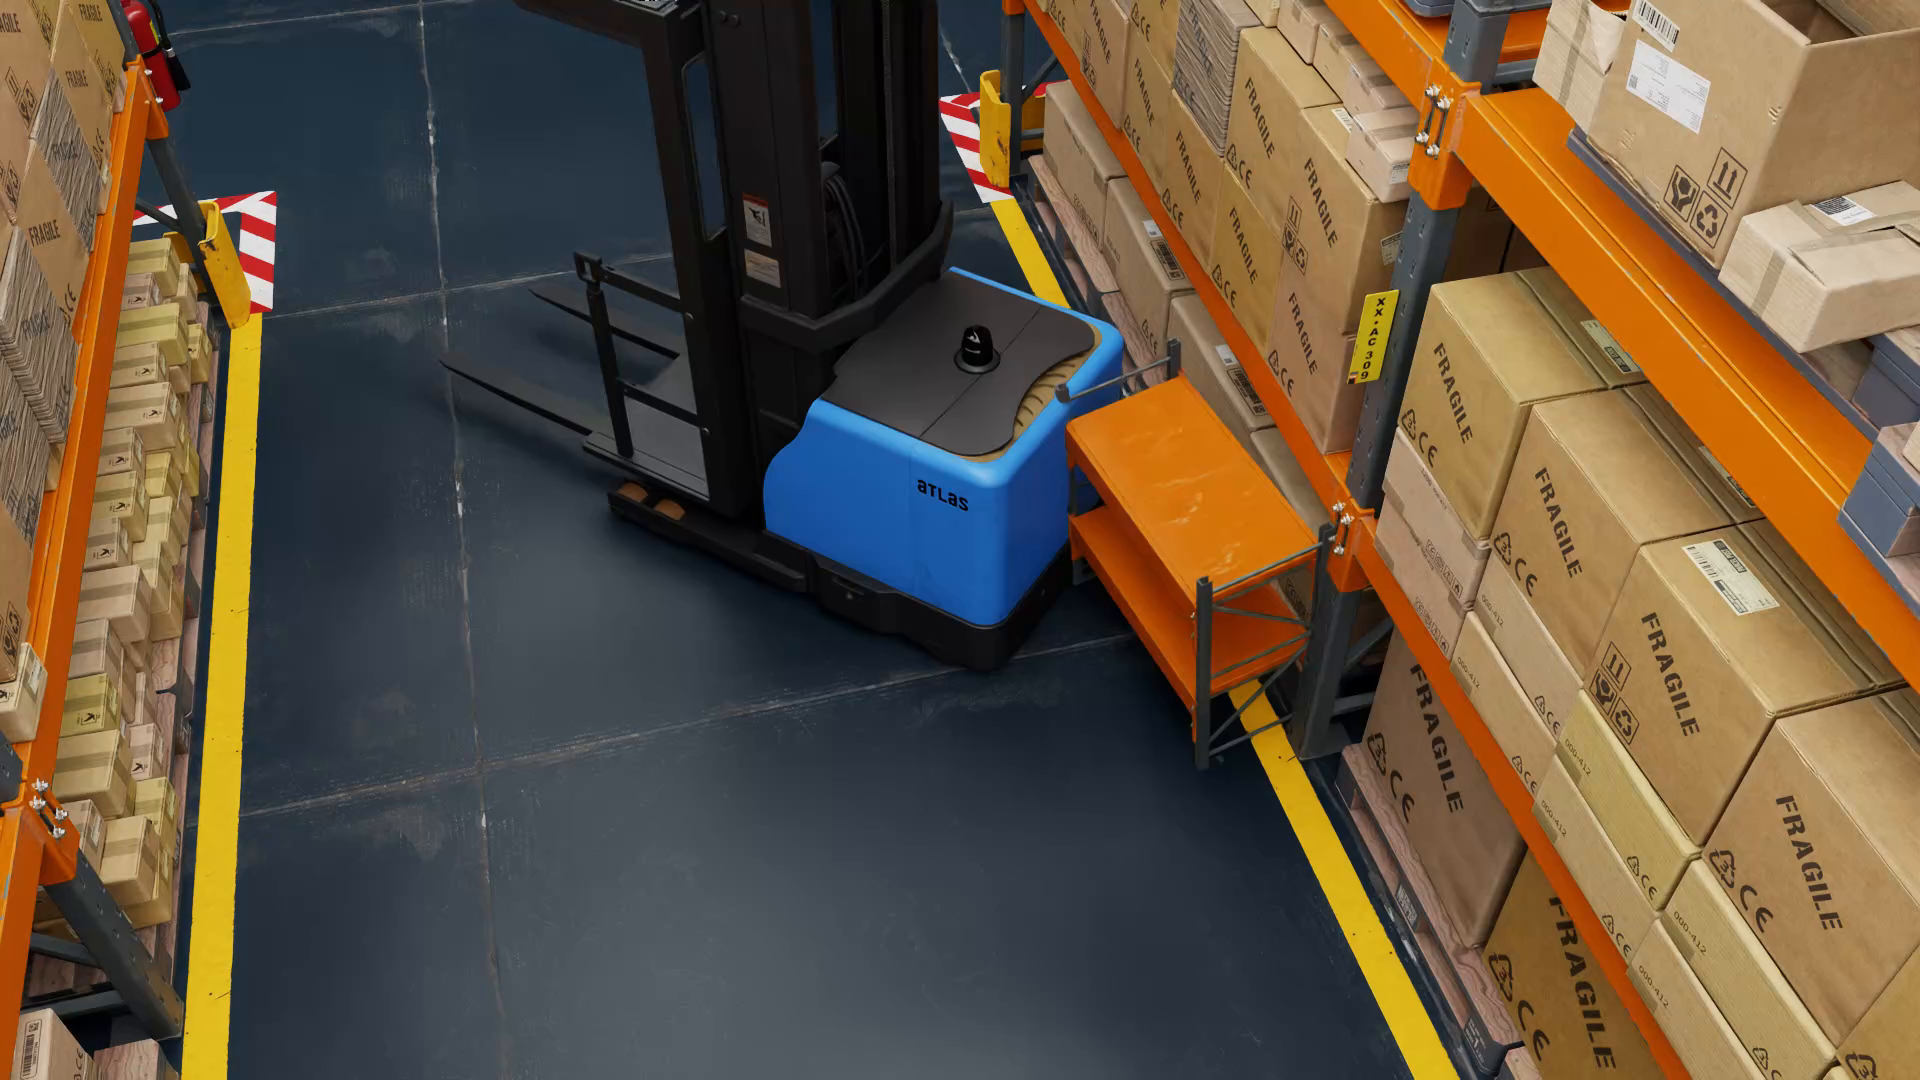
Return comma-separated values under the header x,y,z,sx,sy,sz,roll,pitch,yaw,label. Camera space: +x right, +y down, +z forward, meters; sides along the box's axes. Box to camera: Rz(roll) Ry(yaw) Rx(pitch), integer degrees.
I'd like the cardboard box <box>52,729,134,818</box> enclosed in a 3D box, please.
x,y,z,sx,sy,sz,roll,pitch,yaw,label
-2.931,0.785,5.417,0.380,0.149,0.250,-9,46,-8,cardboard box

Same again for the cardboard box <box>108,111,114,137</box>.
x,y,z,sx,sy,sz,roll,pitch,yaw,label
-3.669,-1.702,6.745,0.380,0.149,0.250,-11,47,-10,cardboard box

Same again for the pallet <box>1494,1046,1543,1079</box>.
x,y,z,sx,sy,sz,roll,pitch,yaw,label
2.316,1.983,4.909,1.003,0.211,1.213,-11,47,-10,pallet

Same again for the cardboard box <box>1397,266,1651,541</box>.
x,y,z,sx,sy,sz,roll,pitch,yaw,label
1.564,-0.384,4.507,0.500,0.500,0.500,-10,46,-10,cardboard box

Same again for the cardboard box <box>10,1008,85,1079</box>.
x,y,z,sx,sy,sz,roll,pitch,yaw,label
-2.594,1.553,4.310,0.500,0.250,0.500,-12,47,-11,cardboard box

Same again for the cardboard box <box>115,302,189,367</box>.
x,y,z,sx,sy,sz,roll,pitch,yaw,label
-3.475,-0.841,7.010,0.380,0.149,0.250,-12,47,-11,cardboard box

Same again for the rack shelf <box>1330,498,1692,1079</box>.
x,y,z,sx,sy,sz,roll,pitch,yaw,label
2.242,1.277,4.153,1.077,0.370,4.000,-11,47,-10,rack shelf

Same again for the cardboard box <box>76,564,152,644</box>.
x,y,z,sx,sy,sz,roll,pitch,yaw,label
-3.118,0.253,5.938,0.380,0.149,0.250,-10,46,-9,cardboard box

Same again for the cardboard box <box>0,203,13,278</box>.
x,y,z,sx,sy,sz,roll,pitch,yaw,label
-3.156,-0.935,4.838,0.500,0.500,0.500,-10,46,-10,cardboard box

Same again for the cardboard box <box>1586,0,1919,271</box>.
x,y,z,sx,sy,sz,roll,pitch,yaw,label
1.675,-0.926,3.344,0.500,0.500,0.500,-11,47,-11,cardboard box

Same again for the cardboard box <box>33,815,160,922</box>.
x,y,z,sx,sy,sz,roll,pitch,yaw,label
-2.813,1.057,5.358,0.380,0.149,0.250,-9,46,-8,cardboard box

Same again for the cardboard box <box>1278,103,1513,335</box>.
x,y,z,sx,sy,sz,roll,pitch,yaw,label
1.342,-1.016,5.126,0.500,0.500,0.500,-11,47,-11,cardboard box

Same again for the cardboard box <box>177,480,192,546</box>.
x,y,z,sx,sy,sz,roll,pitch,yaw,label
-3.317,-0.084,6.685,0.380,0.149,0.250,-10,46,-10,cardboard box

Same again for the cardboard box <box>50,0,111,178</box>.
x,y,z,sx,sy,sz,roll,pitch,yaw,label
-3.563,-1.662,6.251,0.500,0.500,0.500,-11,47,-11,cardboard box

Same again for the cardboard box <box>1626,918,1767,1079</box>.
x,y,z,sx,sy,sz,roll,pitch,yaw,label
1.956,1.110,3.918,0.500,0.250,0.500,-11,47,-11,cardboard box

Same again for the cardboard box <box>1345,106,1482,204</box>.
x,y,z,sx,sy,sz,roll,pitch,yaw,label
1.343,-1.122,4.776,0.380,0.149,0.250,-12,47,-11,cardboard box

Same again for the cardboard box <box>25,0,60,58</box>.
x,y,z,sx,sy,sz,roll,pitch,yaw,label
-3.566,-2.011,5.893,0.500,0.500,0.500,-12,47,-12,cardboard box

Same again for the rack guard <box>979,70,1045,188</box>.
x,y,z,sx,sy,sz,roll,pitch,yaw,label
0.700,-2.259,8.864,1.175,0.500,0.348,-11,47,-10,rack guard

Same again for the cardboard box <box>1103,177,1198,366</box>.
x,y,z,sx,sy,sz,roll,pitch,yaw,label
1.214,-1.300,7.674,0.875,0.438,0.875,-10,46,-9,cardboard box

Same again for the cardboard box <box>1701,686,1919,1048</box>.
x,y,z,sx,sy,sz,roll,pitch,yaw,label
1.986,0.664,3.479,0.500,0.500,0.500,-11,47,-11,cardboard box

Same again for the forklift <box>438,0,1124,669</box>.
x,y,z,sx,sy,sz,roll,pitch,yaw,label
-0.890,-1.330,6.252,3.031,2.935,1.130,24,50,21,forklift

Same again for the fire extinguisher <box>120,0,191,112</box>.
x,y,z,sx,sy,sz,roll,pitch,yaw,label
-3.672,-2.243,7.414,0.296,0.674,0.183,-11,47,-10,fire extinguisher

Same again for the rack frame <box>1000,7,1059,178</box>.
x,y,z,sx,sy,sz,roll,pitch,yaw,label
0.706,-3.117,7.955,1.000,3.000,0.127,-11,47,-10,rack frame

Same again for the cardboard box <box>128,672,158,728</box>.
x,y,z,sx,sy,sz,roll,pitch,yaw,label
-3.107,0.648,5.967,0.380,0.149,0.250,-12,47,-11,cardboard box

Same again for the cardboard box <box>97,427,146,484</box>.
x,y,z,sx,sy,sz,roll,pitch,yaw,label
-3.387,-0.273,6.454,0.380,0.149,0.250,-12,47,-12,cardboard box

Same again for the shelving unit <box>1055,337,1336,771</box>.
x,y,z,sx,sy,sz,roll,pitch,yaw,label
0.839,0.064,6.119,0.538,1.125,1.048,-23,51,-11,shelving unit

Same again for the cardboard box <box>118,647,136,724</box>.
x,y,z,sx,sy,sz,roll,pitch,yaw,label
-3.128,0.550,5.855,0.380,0.149,0.250,-13,47,-12,cardboard box

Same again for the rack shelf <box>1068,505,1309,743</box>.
x,y,z,sx,sy,sz,roll,pitch,yaw,label
0.864,0.221,6.305,0.538,0.278,1.000,-23,51,-11,rack shelf

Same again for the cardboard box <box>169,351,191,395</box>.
x,y,z,sx,sy,sz,roll,pitch,yaw,label
-3.508,-0.725,7.105,0.380,0.149,0.250,-12,47,-12,cardboard box

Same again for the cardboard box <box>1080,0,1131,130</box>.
x,y,z,sx,sy,sz,roll,pitch,yaw,label
0.820,-2.070,6.859,0.500,0.500,0.500,-11,47,-11,cardboard box

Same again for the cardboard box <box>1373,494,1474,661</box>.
x,y,z,sx,sy,sz,roll,pitch,yaw,label
1.587,0.049,4.958,0.500,0.250,0.500,-12,47,-11,cardboard box

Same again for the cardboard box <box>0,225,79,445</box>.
x,y,z,sx,sy,sz,roll,pitch,yaw,label
-3.140,-0.603,5.213,0.500,0.500,0.500,-12,47,-11,cardboard box

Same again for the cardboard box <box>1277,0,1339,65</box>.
x,y,z,sx,sy,sz,roll,pitch,yaw,label
1.244,-1.669,5.312,0.380,0.149,0.250,-11,47,-11,cardboard box

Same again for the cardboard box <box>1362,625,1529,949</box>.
x,y,z,sx,sy,sz,roll,pitch,yaw,label
1.966,0.655,5.453,0.875,0.875,0.875,-9,46,-9,cardboard box

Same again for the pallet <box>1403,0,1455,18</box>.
x,y,z,sx,sy,sz,roll,pitch,yaw,label
1.530,-1.941,4.765,1.003,0.211,1.213,-11,47,-10,pallet

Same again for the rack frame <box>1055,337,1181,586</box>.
x,y,z,sx,sy,sz,roll,pitch,yaw,label
0.629,-0.276,6.434,0.500,1.125,0.032,-23,51,-11,rack frame

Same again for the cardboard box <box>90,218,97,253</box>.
x,y,z,sx,sy,sz,roll,pitch,yaw,label
-3.464,-1.173,6.226,0.380,0.149,0.250,-13,47,-12,cardboard box

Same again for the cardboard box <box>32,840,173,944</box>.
x,y,z,sx,sy,sz,roll,pitch,yaw,label
-2.812,1.160,5.466,0.380,0.149,0.250,-13,47,-12,cardboard box

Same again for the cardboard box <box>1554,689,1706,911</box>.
x,y,z,sx,sy,sz,roll,pitch,yaw,label
1.834,0.585,4.082,0.500,0.250,0.500,-10,46,-10,cardboard box

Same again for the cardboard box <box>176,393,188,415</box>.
x,y,z,sx,sy,sz,roll,pitch,yaw,label
-3.569,-0.609,7.199,0.380,0.149,0.250,-11,47,-11,cardboard box

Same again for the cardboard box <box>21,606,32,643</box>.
x,y,z,sx,sy,sz,roll,pitch,yaw,label
-2.924,0.287,4.795,0.380,0.149,0.250,-9,46,-9,cardboard box

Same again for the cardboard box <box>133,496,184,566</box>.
x,y,z,sx,sy,sz,roll,pitch,yaw,label
-3.218,-0.004,6.399,0.380,0.149,0.250,-10,46,-10,cardboard box

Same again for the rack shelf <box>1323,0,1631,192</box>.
x,y,z,sx,sy,sz,roll,pitch,yaw,label
1.218,-2.534,5.788,1.077,0.370,4.000,-11,47,-10,rack shelf

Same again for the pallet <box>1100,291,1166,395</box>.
x,y,z,sx,sy,sz,roll,pitch,yaw,label
1.295,-0.763,7.600,1.003,0.211,1.213,-11,47,-10,pallet

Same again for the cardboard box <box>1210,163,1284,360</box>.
x,y,z,sx,sy,sz,roll,pitch,yaw,label
1.227,-1.018,5.828,0.500,0.500,0.500,-12,47,-11,cardboard box

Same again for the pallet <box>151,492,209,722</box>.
x,y,z,sx,sy,sz,roll,pitch,yaw,label
-3.552,0.294,6.565,1.003,0.211,1.213,-11,47,-10,pallet

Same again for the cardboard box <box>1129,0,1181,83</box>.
x,y,z,sx,sy,sz,roll,pitch,yaw,label
0.960,-2.065,6.154,0.500,0.500,0.500,-11,47,-10,cardboard box
